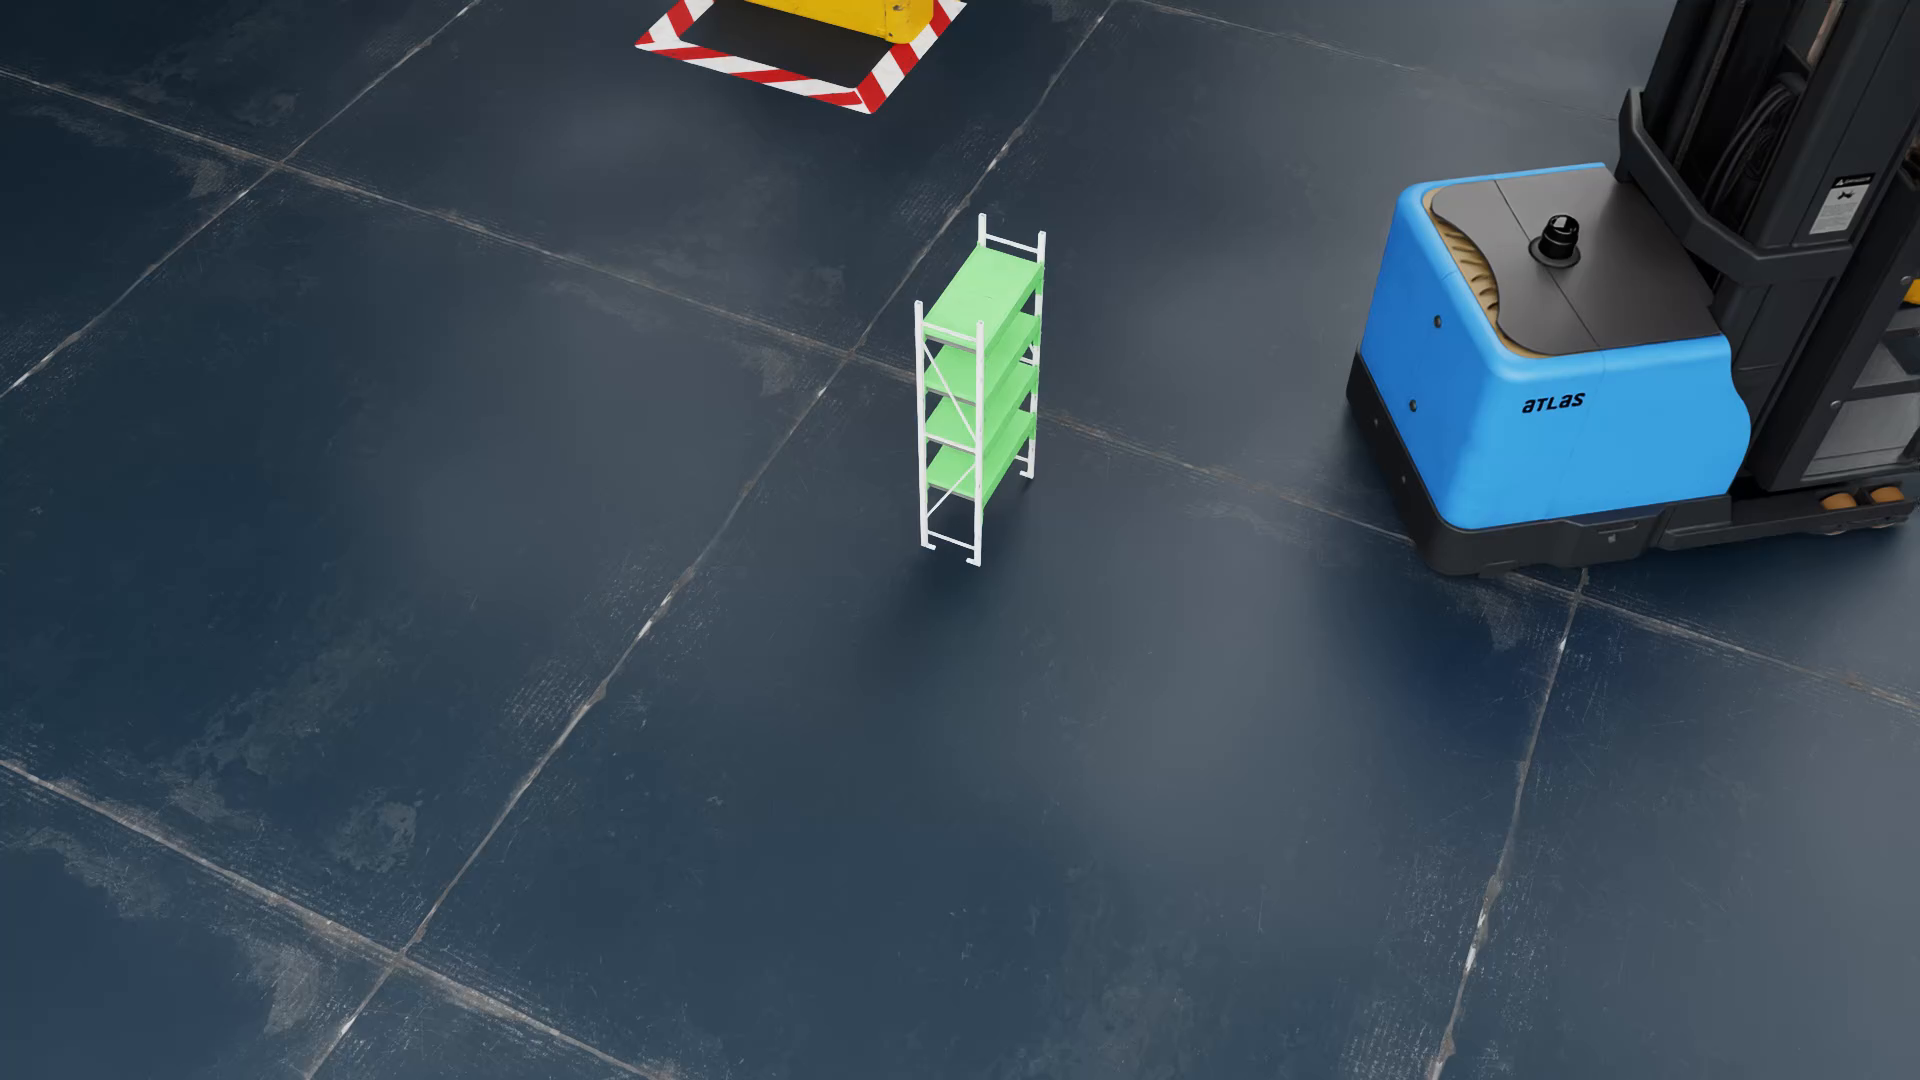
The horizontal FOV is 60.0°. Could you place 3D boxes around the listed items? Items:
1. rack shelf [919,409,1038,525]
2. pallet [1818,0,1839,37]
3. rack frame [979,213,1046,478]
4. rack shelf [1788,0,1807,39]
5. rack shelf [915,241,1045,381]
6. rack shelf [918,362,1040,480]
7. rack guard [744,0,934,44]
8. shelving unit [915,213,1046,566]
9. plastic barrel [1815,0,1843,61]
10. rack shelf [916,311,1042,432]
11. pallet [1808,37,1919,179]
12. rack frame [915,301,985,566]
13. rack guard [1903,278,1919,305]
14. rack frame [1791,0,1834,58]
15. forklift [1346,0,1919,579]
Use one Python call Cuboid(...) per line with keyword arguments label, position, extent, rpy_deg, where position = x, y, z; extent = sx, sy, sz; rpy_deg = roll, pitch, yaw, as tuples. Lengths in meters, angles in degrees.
Cuboid(label="rack shelf", position=(0.071, -0.306, 6.121), extent=(0.258, 0.148, 0.480), rpy_deg=(20, 52, 16))
Cuboid(label="pallet", position=(4.635, -2.723, 8.428), extent=(1.003, 0.211, 1.213), rpy_deg=(20, 52, 16))
Cuboid(label="rack frame", position=(0.175, -0.671, 6.033), extent=(0.240, 1.200, 0.015), rpy_deg=(20, 52, 16))
Cuboid(label="rack shelf", position=(4.625, -3.308, 7.568), extent=(1.077, 0.370, 4.000), rpy_deg=(20, 52, 16))
Cuboid(label="rack shelf", position=(0.071, -0.772, 5.573), extent=(0.258, 0.148, 0.480), rpy_deg=(20, 52, 16))
Cuboid(label="rack shelf", position=(0.071, -0.461, 5.939), extent=(0.258, 0.148, 0.480), rpy_deg=(20, 52, 16))
Cuboid(label="rack guard", position=(-0.716, -2.952, 8.433), extent=(1.175, 0.500, 0.348), rpy_deg=(20, 52, 16))
Cuboid(label="shelving unit", position=(0.071, -0.503, 5.890), extent=(0.258, 1.200, 0.503), rpy_deg=(20, 52, 16))
Cuboid(label="plastic barrel", position=(4.197, -2.317, 7.610), extent=(0.421, 0.512, 0.421), rpy_deg=(0, 50, 0))
Cuboid(label="rack shelf", position=(0.071, -0.617, 5.756), extent=(0.258, 0.148, 0.480), rpy_deg=(20, 52, 16))
Cuboid(label="pallet", position=(4.113, -1.886, 7.716), extent=(1.003, 0.211, 1.213), rpy_deg=(20, 52, 16))
Cuboid(label="rack frame", position=(-0.034, -0.335, 5.747), extent=(0.240, 1.200, 0.015), rpy_deg=(20, 52, 16))
Cuboid(label="rack guard", position=(3.761, -1.422, 7.131), extent=(1.175, 0.500, 0.348), rpy_deg=(20, 52, 16))
Cuboid(label="rack frame", position=(3.771, -2.164, 6.122), extent=(1.000, 3.000, 0.127), rpy_deg=(20, 52, 16))
Cuboid(label="forklift", position=(3.109, -1.359, 5.482), extent=(3.031, 2.935, 1.130), rpy_deg=(-8, 50, -7))
